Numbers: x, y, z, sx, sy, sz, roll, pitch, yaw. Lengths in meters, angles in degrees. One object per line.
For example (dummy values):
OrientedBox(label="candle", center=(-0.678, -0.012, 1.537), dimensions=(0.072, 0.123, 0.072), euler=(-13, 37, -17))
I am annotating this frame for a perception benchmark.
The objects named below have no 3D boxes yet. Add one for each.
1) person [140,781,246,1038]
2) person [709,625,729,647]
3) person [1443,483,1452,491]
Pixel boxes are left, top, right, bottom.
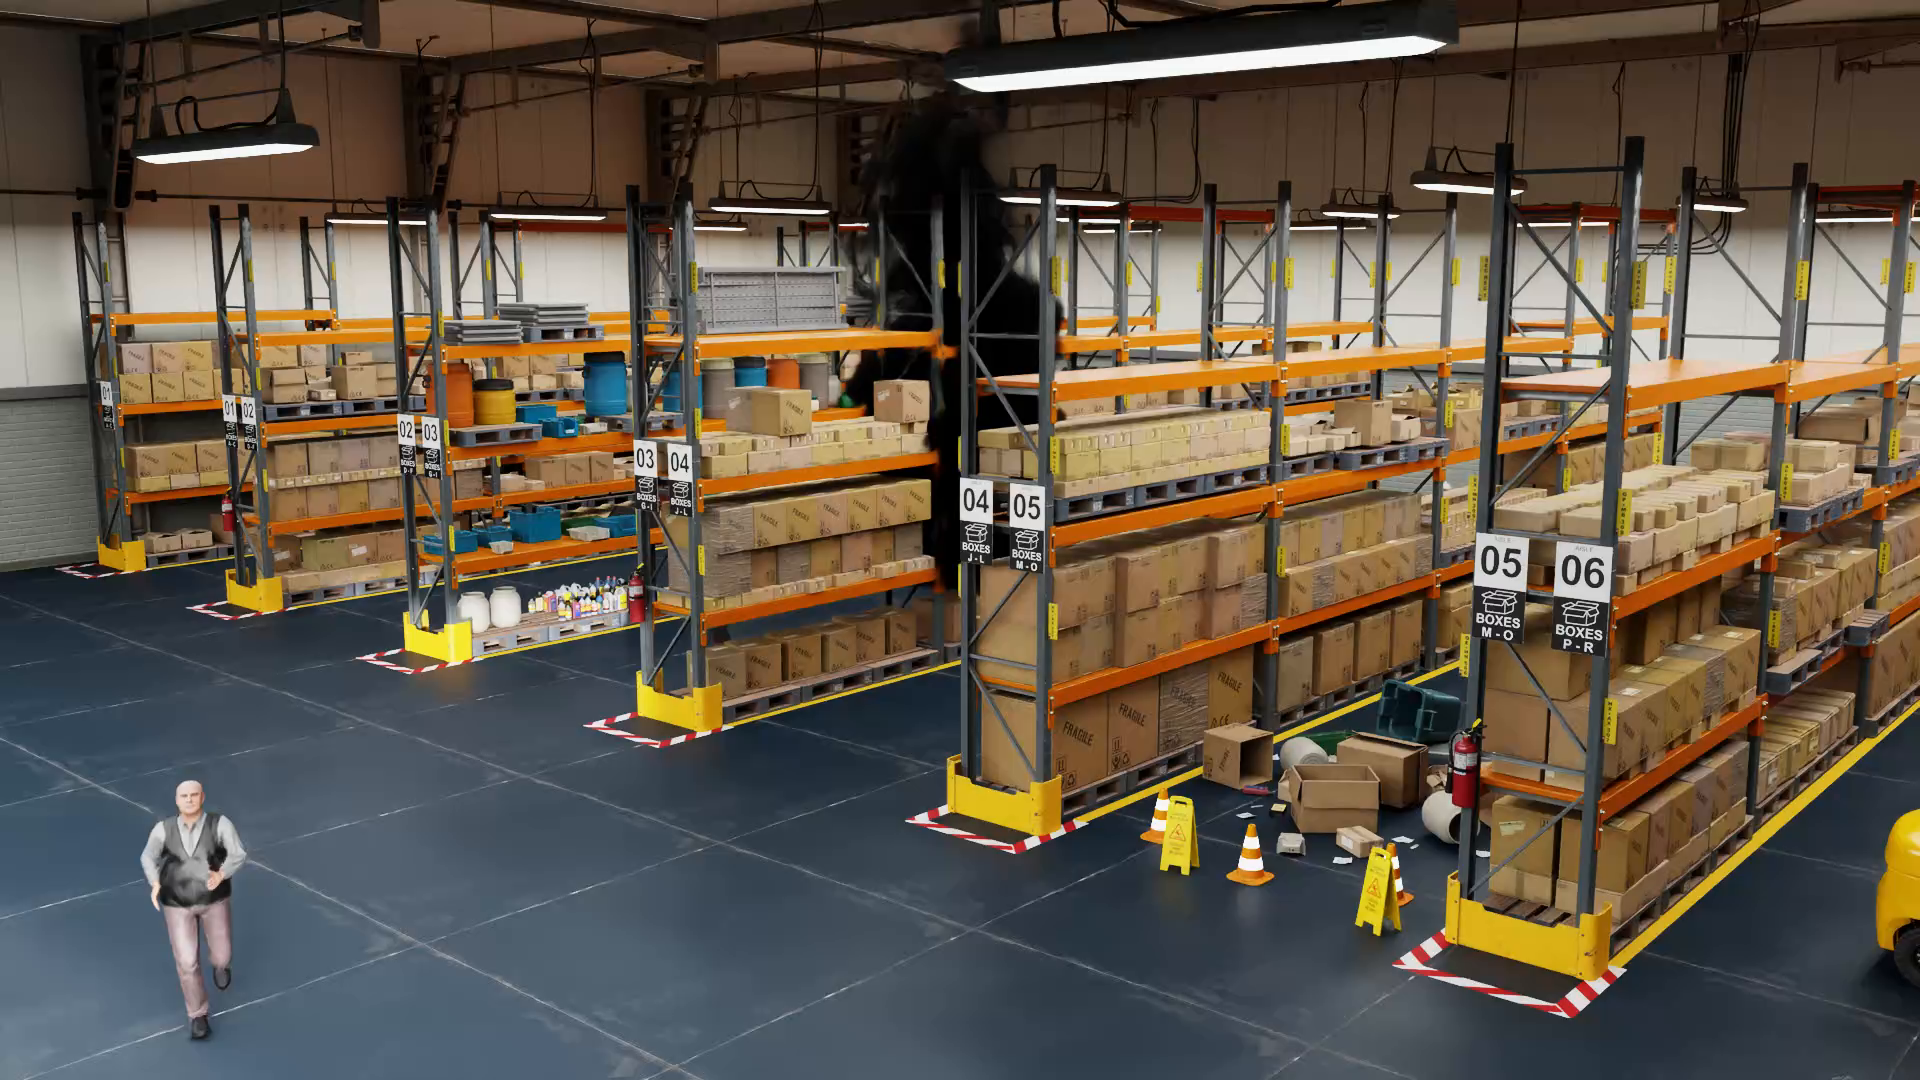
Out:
OrientedBox(label="person", center=(-5.227, 2.470, 11.383), dimensions=(0.668, 1.689, 0.803), euler=(-4, 10, -22))
OrientedBox(label="person", center=(-3.151, 0.615, 21.018), dimensions=(0.558, 1.743, 0.656), euler=(7, 12, 37))
OrientedBox(label="person", center=(7.644, -0.049, 26.374), dimensions=(0.732, 1.727, 0.727), euler=(8, 13, 42))
